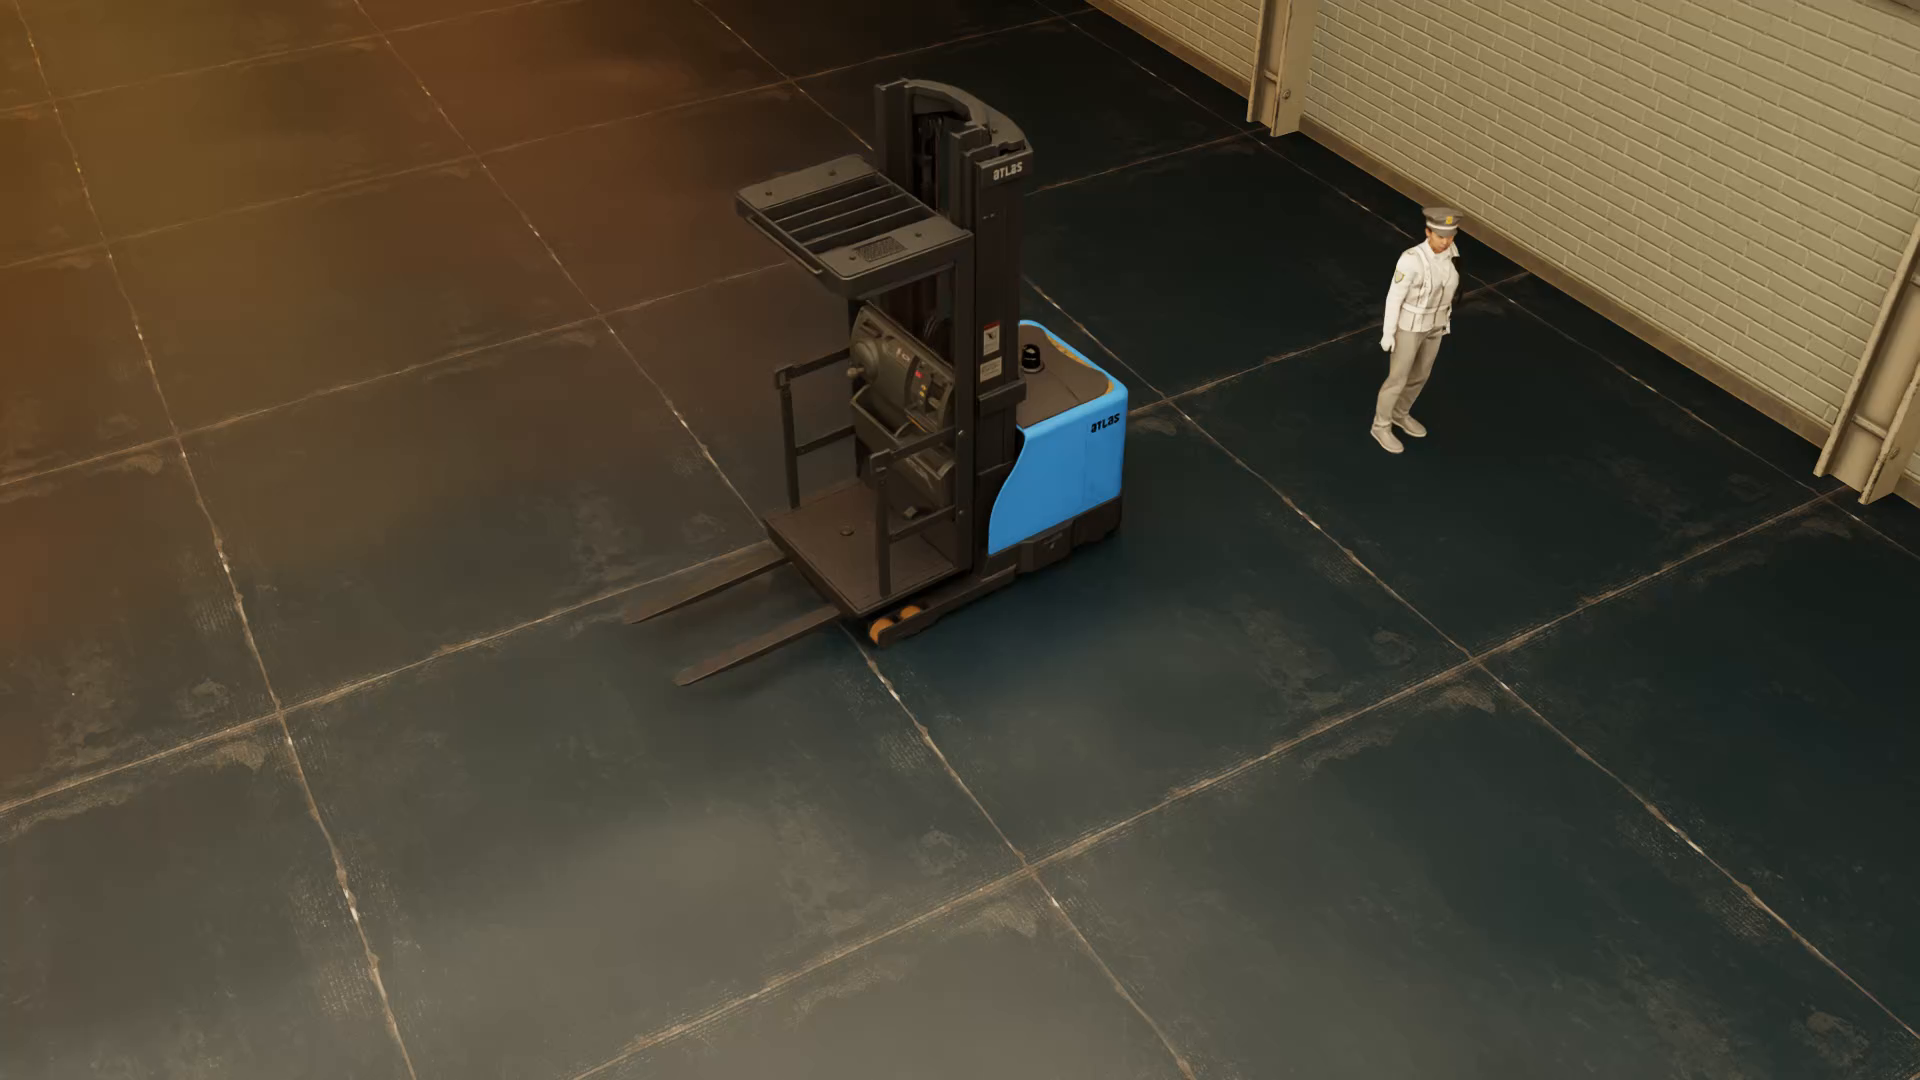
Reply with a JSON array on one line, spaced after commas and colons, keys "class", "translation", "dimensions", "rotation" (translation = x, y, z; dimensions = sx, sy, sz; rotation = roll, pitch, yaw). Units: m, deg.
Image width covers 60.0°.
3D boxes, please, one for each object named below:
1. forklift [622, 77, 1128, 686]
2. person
[{"class": "forklift", "translation": [-0.494, -0.897, 9.118], "dimensions": [3.031, 2.935, 1.130], "rotation": [-24, 45, -26]}, {"class": "person", "translation": [2.953, -1.361, 10.660], "dimensions": [0.548, 1.683, 0.360], "rotation": [-21, 44, -23]}]
